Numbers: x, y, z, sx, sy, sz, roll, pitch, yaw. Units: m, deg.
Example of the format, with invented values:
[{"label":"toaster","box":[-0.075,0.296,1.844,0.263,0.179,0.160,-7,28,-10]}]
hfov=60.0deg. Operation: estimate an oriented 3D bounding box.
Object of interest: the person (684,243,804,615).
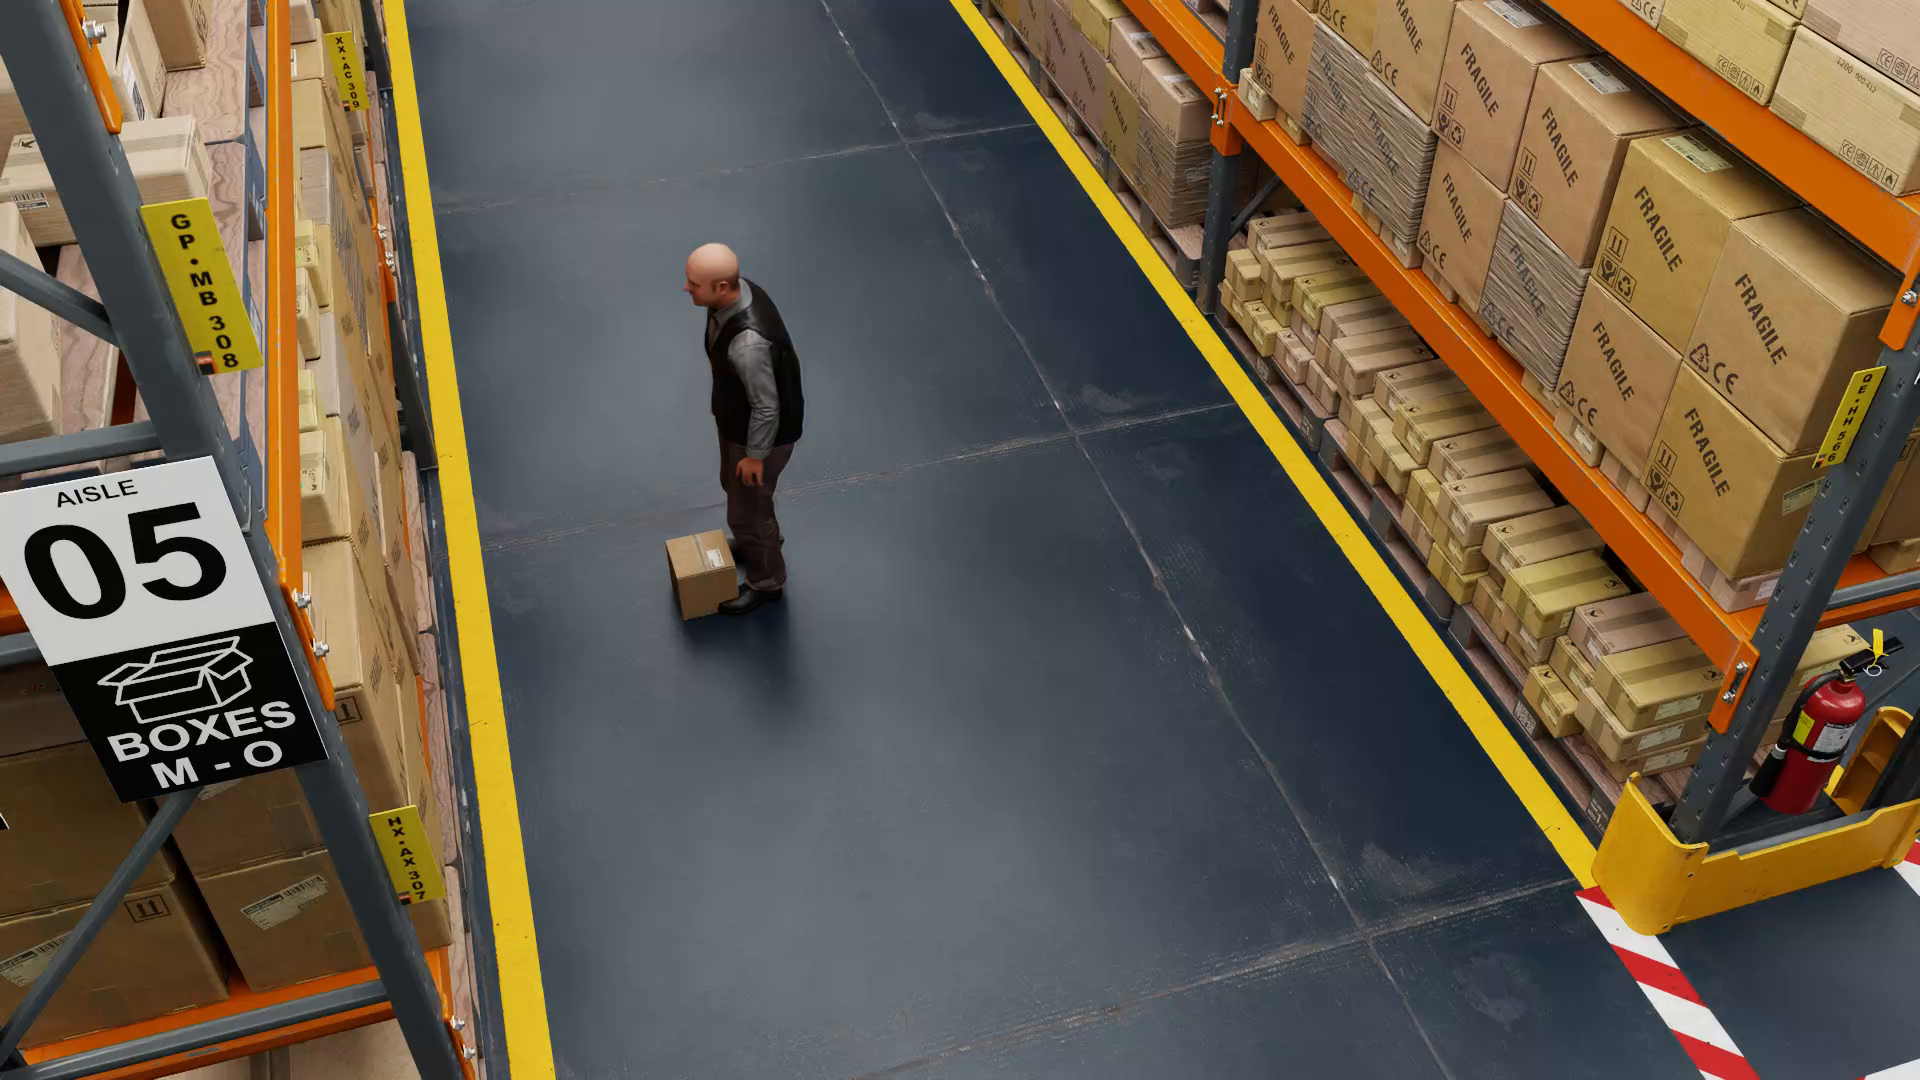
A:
[{"label":"person","box":[-0.858,-0.457,6.686,0.461,1.721,0.581,-12,43,-13]}]
